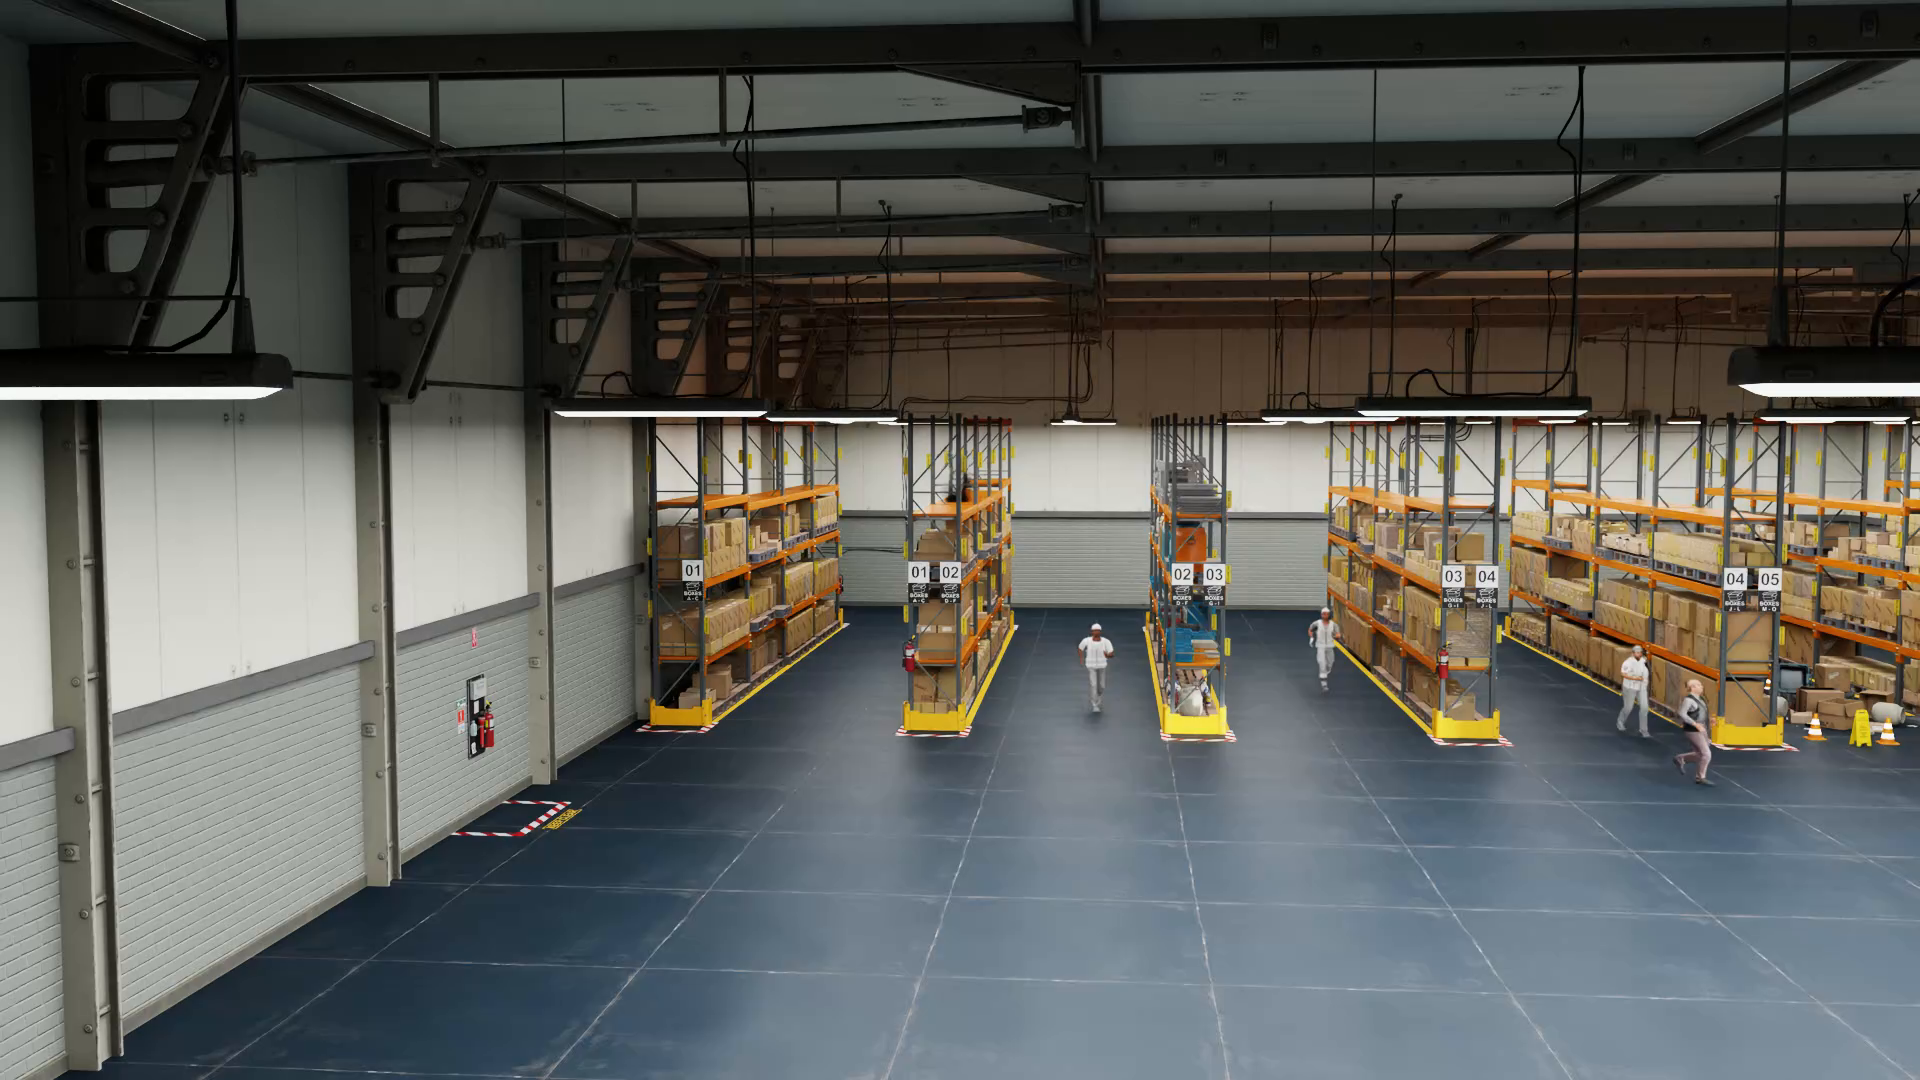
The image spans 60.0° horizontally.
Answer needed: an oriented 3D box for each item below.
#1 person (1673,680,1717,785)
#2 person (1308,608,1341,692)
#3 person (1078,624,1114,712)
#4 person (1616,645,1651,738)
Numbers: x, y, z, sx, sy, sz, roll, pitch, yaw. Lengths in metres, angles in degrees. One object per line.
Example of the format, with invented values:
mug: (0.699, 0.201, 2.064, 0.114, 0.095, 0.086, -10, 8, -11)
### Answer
person: (11.814, 3.117, 26.785, 0.703, 1.607, 0.664, 4, 5, 44)
person: (7.962, 2.359, 36.244, 0.659, 1.774, 1.002, 0, 4, 0)
person: (2.759, 2.566, 33.653, 0.710, 1.747, 0.968, 0, 4, -4)
person: (12.581, 2.814, 31.022, 0.622, 1.732, 0.770, -1, 4, -10)
